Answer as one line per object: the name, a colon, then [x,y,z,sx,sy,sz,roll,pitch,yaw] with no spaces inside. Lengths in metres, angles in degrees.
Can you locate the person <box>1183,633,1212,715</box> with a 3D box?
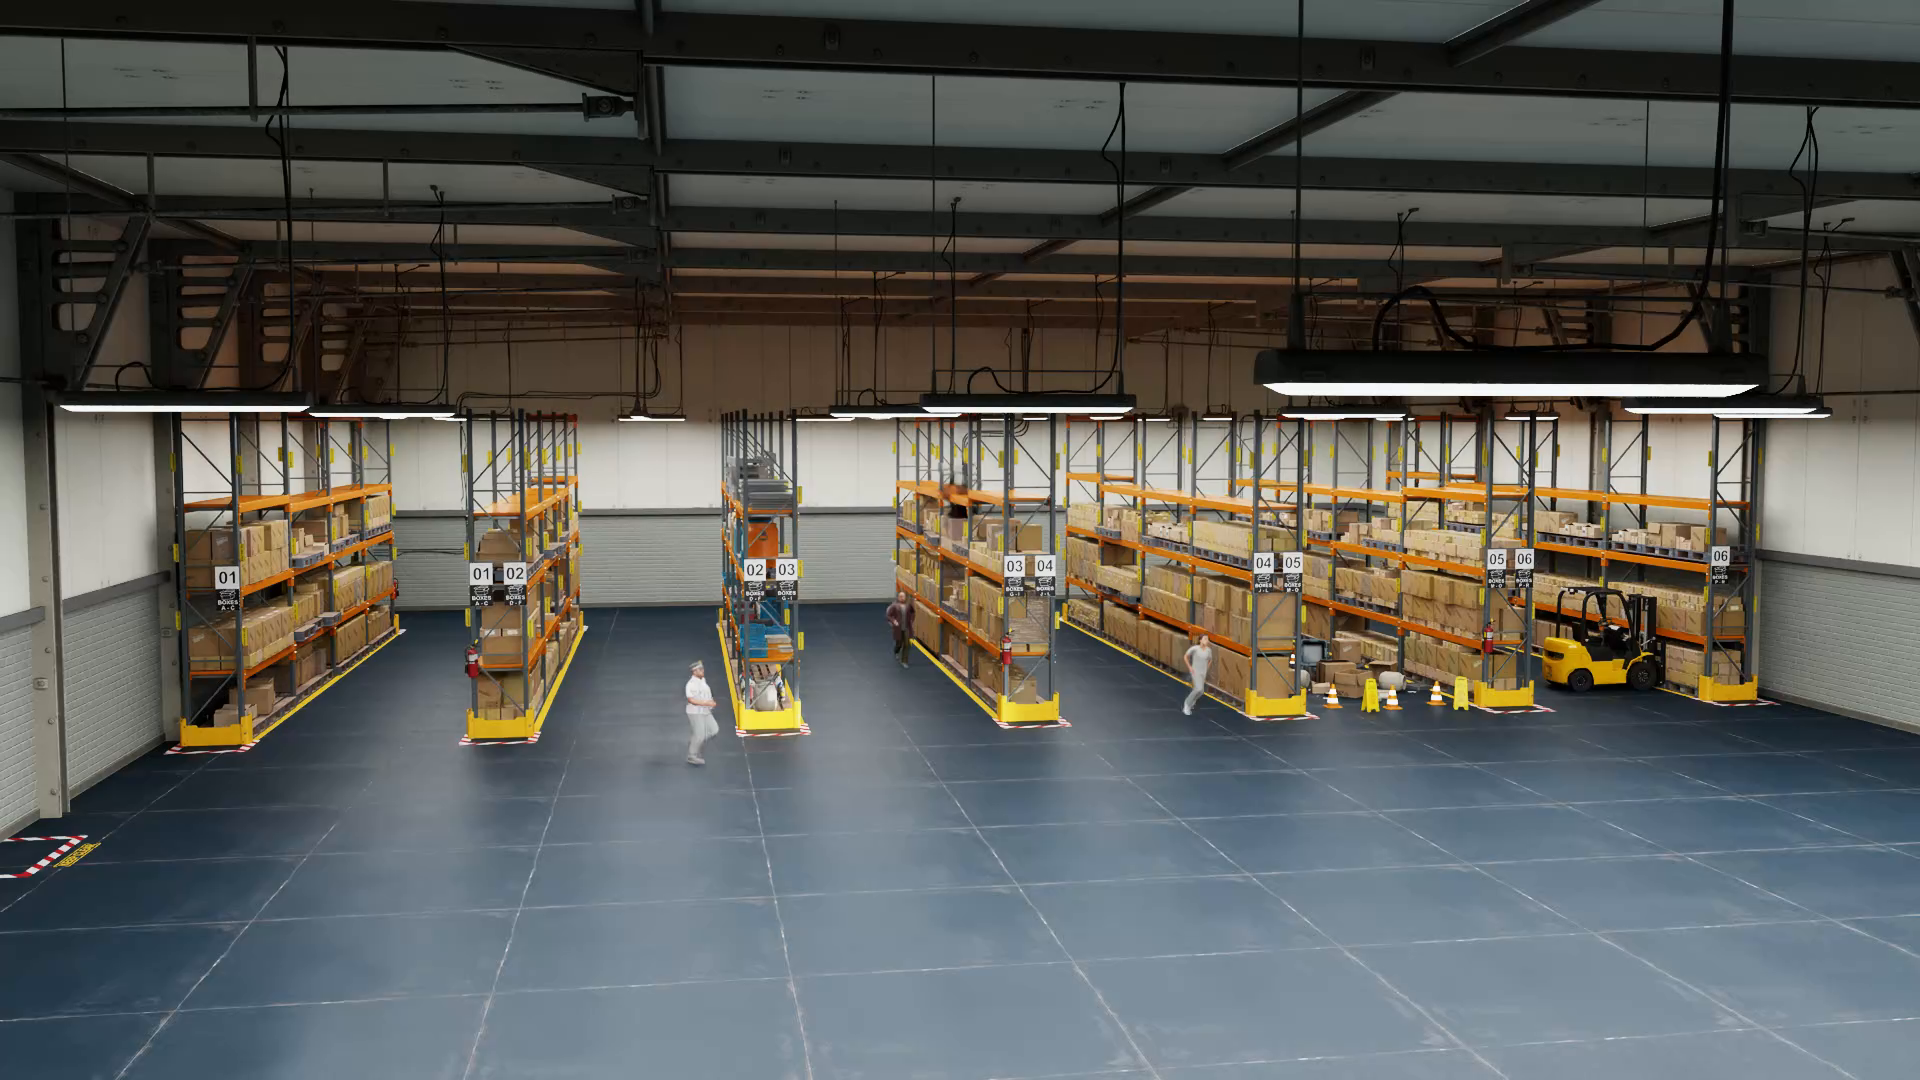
person: [4.704,2.626,32.715,0.592,1.600,0.573,-2,4,-27]

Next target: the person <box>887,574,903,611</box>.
person: [-1.675,1.410,48.913,0.966,1.752,0.660,0,4,3]

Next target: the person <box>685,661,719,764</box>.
person: [-4.344,2.895,28.022,0.593,1.743,0.653,1,4,19]

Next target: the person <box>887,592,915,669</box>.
person: [-1.367,2.116,39.262,0.710,1.776,0.943,-1,4,-14]
